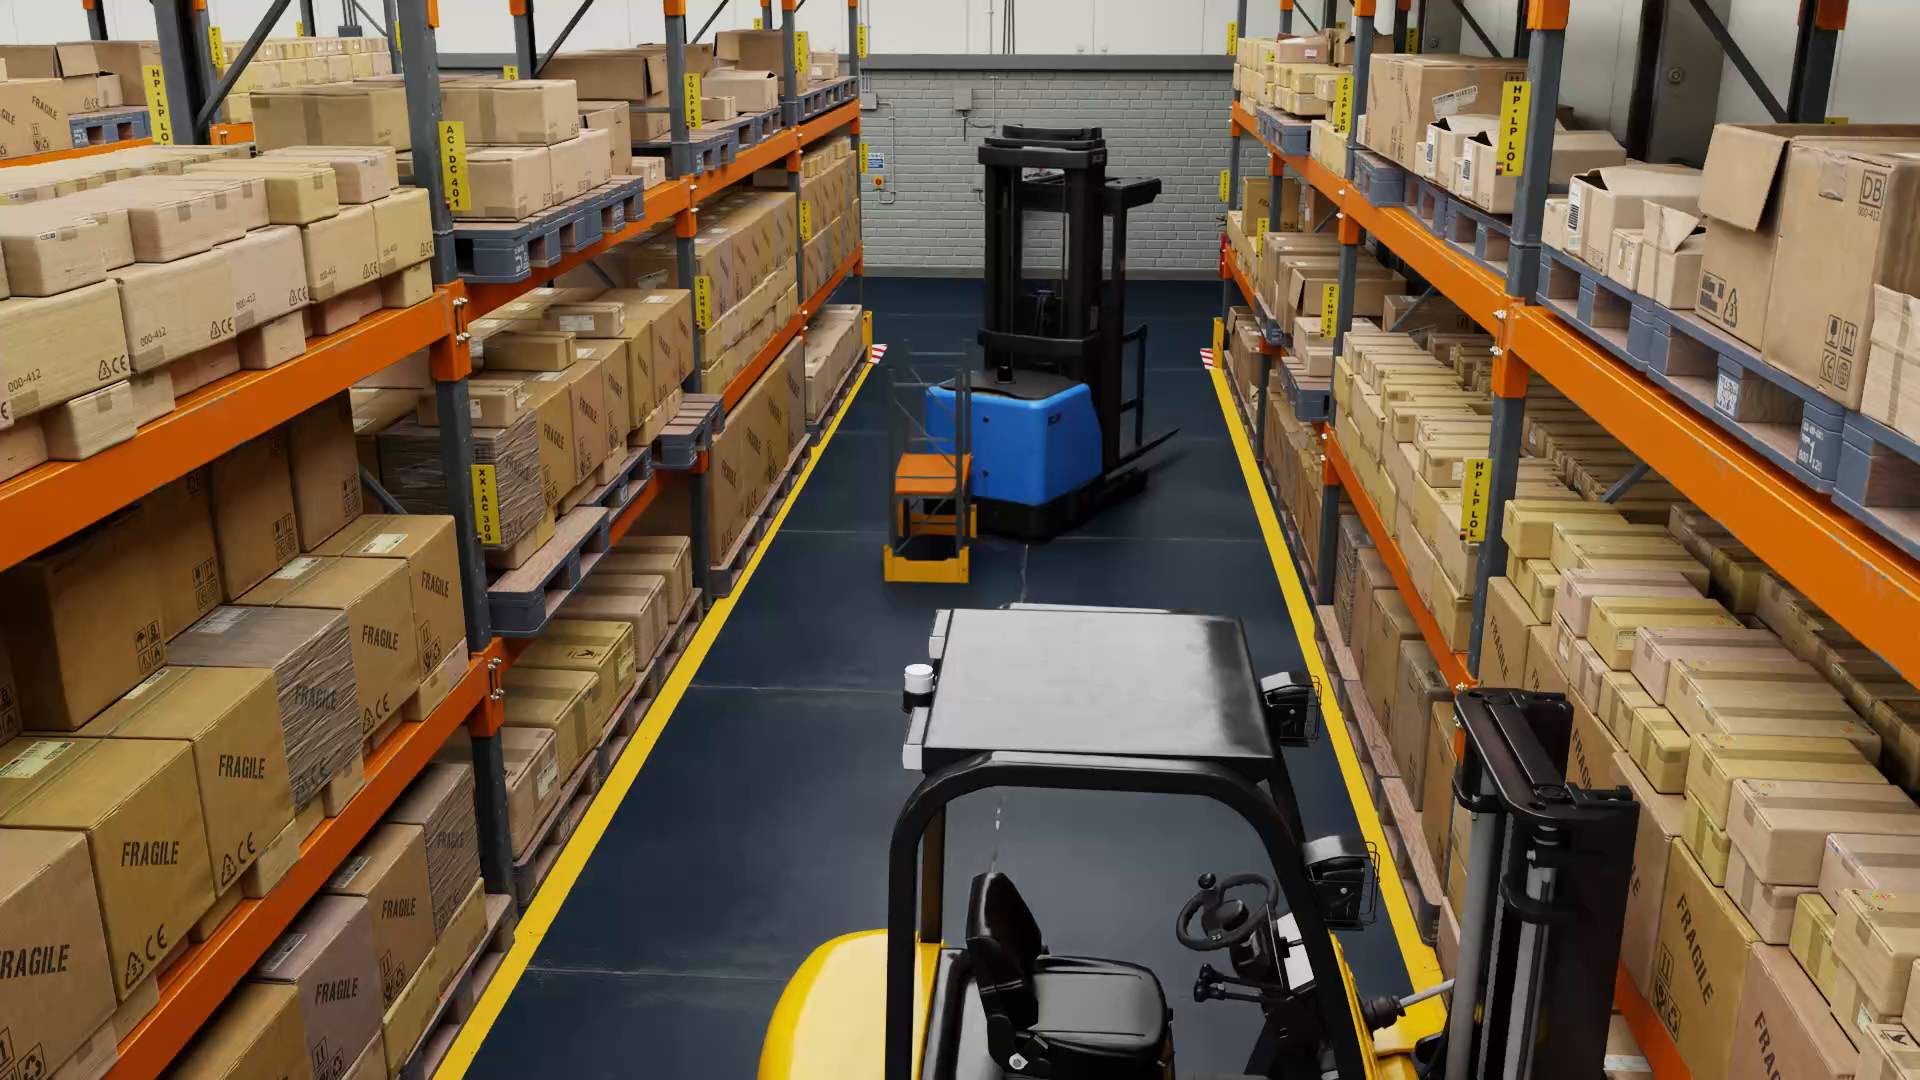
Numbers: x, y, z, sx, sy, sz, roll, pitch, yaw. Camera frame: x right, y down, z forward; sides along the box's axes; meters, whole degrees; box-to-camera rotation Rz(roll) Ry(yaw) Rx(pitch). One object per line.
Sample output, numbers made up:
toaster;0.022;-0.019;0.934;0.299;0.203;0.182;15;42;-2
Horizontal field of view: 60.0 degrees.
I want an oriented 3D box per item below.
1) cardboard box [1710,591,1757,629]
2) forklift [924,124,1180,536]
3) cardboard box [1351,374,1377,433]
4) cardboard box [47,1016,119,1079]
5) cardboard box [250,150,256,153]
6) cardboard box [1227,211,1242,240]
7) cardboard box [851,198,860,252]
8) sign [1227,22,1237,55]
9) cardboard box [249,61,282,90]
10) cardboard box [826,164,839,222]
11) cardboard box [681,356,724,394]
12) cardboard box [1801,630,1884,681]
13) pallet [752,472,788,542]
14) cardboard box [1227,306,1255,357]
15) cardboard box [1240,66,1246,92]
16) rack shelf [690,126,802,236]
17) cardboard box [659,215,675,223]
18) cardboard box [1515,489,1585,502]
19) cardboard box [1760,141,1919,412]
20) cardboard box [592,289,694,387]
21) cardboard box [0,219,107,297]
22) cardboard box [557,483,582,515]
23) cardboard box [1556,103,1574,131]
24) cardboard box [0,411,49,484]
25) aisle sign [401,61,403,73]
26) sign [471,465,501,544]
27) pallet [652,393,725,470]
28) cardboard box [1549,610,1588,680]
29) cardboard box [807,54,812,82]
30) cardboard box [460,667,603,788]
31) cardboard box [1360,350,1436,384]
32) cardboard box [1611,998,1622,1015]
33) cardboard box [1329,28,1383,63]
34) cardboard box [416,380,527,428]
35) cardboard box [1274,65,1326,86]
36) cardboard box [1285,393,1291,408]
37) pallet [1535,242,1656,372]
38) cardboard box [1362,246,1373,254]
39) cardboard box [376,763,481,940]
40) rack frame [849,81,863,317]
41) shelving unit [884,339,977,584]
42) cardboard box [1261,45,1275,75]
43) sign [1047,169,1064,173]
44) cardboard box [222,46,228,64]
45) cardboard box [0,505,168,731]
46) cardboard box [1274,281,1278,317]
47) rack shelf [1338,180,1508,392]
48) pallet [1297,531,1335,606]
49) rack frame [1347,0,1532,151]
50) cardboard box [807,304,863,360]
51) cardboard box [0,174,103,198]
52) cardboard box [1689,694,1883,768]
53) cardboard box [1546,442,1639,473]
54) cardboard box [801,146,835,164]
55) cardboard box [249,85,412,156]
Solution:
cardboard box;2.733;0.280;5.550;0.380;0.149;0.250;2;18;5
forklift;0.902;-1.829;13.296;1.130;2.935;3.031;10;21;29
cardboard box;2.485;-0.751;9.337;0.500;0.250;0.500;2;18;6
cardboard box;-2.328;1.283;4.093;0.380;0.149;0.250;2;18;5
cardboard box;-6.965;-3.439;15.858;0.500;0.500;0.500;2;18;5
cardboard box;3.070;-3.293;17.418;0.500;0.250;0.500;1;18;4
cardboard box;-1.351;-3.359;17.697;0.500;0.500;0.500;1;18;4
sign;2.830;-5.210;17.286;0.100;0.325;0.005;1;18;4
cardboard box;-6.497;-4.195;15.028;0.500;0.250;0.500;1;18;4
cardboard box;-1.462;-3.362;16.101;0.500;0.500;0.500;1;18;4
cardboard box;-1.868;-1.058;11.075;0.500;0.250;0.500;1;18;3
cardboard box;2.665;0.375;4.781;0.380;0.149;0.250;1;18;3
pallet;-1.932;-0.279;12.934;1.003;0.211;1.213;1;18;4
cardboard box;3.233;-2.183;17.603;0.797;0.503;0.637;1;18;2
cardboard box;3.051;-4.563;16.478;0.500;0.250;0.500;2;18;5
rack shelf;-2.010;-2.687;12.145;1.077;0.370;4.000;1;18;4
cardboard box;-2.263;-2.142;12.378;0.500;0.500;0.500;1;18;3
cardboard box;2.314;-0.098;6.701;0.380;0.149;0.250;2;18;6
cardboard box;2.186;-0.567;3.524;0.700;0.500;0.500;1;18;4
cardboard box;-1.909;-1.224;10.028;0.500;0.500;0.500;1;18;2
cardboard box;-2.302;-0.678;3.982;0.380;0.149;0.250;2;18;5
cardboard box;-2.055;-0.231;8.040;0.380;0.149;0.250;2;18;5
cardboard box;3.001;-2.244;9.041;0.500;0.250;0.500;1;18;4
cardboard box;-2.388;-0.225;3.878;0.380;0.149;0.250;1;18;2
aisle sign;-6.220;-4.798;18.073;0.394;0.787;0.004;1;18;4
sign;-1.899;-0.142;6.649;0.100;0.325;0.005;1;18;4
pallet;-2.098;-0.668;9.952;1.213;0.211;1.003;1;18;4
cardboard box;2.126;0.344;5.355;0.380;0.149;0.250;2;18;5
cardboard box;-1.737;-4.634;16.238;0.500;0.311;0.500;2;18;5
cardboard box;-2.357;0.923;8.336;0.950;0.372;0.625;2;18;7
cardboard box;2.470;-0.973;9.373;0.380;0.149;0.250;2;18;5
cardboard box;2.092;1.458;5.292;0.500;0.250;0.500;2;18;6
cardboard box;3.131;-3.910;13.147;0.396;0.266;0.258;1;18;3
cardboard box;-2.054;-0.575;7.007;0.380;0.149;0.250;1;18;4
cardboard box;2.617;-3.565;12.758;0.380;0.149;0.250;1;18;3
cardboard box;2.844;-1.162;13.451;0.380;0.149;0.250;0;18;1
pallet;2.475;-0.749;5.215;1.003;0.211;1.213;1;18;4
cardboard box;3.418;-2.489;14.965;0.500;0.250;0.500;1;18;3
cardboard box;-2.215;1.200;6.480;0.500;0.500;0.500;1;18;3
rack frame;-1.580;-3.467;18.187;1.000;3.000;0.127;1;18;4
shelving unit;-0.202;-0.582;11.790;0.587;1.500;1.083;1;18;3
cardboard box;2.908;-4.168;14.470;0.500;0.250;0.500;1;18;3
sign;1.393;-5.135;23.430;0.329;0.494;0.001;1;18;4
cardboard box;-6.549;-4.170;14.313;0.380;0.149;0.250;1;18;3
cardboard box;-2.756;0.205;4.736;0.700;0.500;0.500;1;18;4
cardboard box;2.602;-1.828;12.726;0.396;0.266;0.258;2;18;7
rack shelf;2.654;-1.335;8.019;1.077;0.370;4.000;1;18;4
pallet;2.889;0.221;11.409;1.003;0.211;1.213;1;18;4
rack frame;2.798;-3.724;9.336;1.000;3.000;0.127;1;18;4
cardboard box;-1.528;-2.242;17.889;0.875;0.438;0.875;1;18;2
cardboard box;-2.819;-1.012;5.001;0.380;0.149;0.250;1;18;2
cardboard box;2.144;0.522;4.333;0.380;0.149;0.250;2;18;5
cardboard box;2.838;-0.330;7.412;0.380;0.149;0.250;1;18;3
cardboard box;-1.443;-3.785;16.348;0.380;0.149;0.250;2;18;5
cardboard box;-2.526;-1.714;6.784;0.500;0.250;0.500;2;18;5
